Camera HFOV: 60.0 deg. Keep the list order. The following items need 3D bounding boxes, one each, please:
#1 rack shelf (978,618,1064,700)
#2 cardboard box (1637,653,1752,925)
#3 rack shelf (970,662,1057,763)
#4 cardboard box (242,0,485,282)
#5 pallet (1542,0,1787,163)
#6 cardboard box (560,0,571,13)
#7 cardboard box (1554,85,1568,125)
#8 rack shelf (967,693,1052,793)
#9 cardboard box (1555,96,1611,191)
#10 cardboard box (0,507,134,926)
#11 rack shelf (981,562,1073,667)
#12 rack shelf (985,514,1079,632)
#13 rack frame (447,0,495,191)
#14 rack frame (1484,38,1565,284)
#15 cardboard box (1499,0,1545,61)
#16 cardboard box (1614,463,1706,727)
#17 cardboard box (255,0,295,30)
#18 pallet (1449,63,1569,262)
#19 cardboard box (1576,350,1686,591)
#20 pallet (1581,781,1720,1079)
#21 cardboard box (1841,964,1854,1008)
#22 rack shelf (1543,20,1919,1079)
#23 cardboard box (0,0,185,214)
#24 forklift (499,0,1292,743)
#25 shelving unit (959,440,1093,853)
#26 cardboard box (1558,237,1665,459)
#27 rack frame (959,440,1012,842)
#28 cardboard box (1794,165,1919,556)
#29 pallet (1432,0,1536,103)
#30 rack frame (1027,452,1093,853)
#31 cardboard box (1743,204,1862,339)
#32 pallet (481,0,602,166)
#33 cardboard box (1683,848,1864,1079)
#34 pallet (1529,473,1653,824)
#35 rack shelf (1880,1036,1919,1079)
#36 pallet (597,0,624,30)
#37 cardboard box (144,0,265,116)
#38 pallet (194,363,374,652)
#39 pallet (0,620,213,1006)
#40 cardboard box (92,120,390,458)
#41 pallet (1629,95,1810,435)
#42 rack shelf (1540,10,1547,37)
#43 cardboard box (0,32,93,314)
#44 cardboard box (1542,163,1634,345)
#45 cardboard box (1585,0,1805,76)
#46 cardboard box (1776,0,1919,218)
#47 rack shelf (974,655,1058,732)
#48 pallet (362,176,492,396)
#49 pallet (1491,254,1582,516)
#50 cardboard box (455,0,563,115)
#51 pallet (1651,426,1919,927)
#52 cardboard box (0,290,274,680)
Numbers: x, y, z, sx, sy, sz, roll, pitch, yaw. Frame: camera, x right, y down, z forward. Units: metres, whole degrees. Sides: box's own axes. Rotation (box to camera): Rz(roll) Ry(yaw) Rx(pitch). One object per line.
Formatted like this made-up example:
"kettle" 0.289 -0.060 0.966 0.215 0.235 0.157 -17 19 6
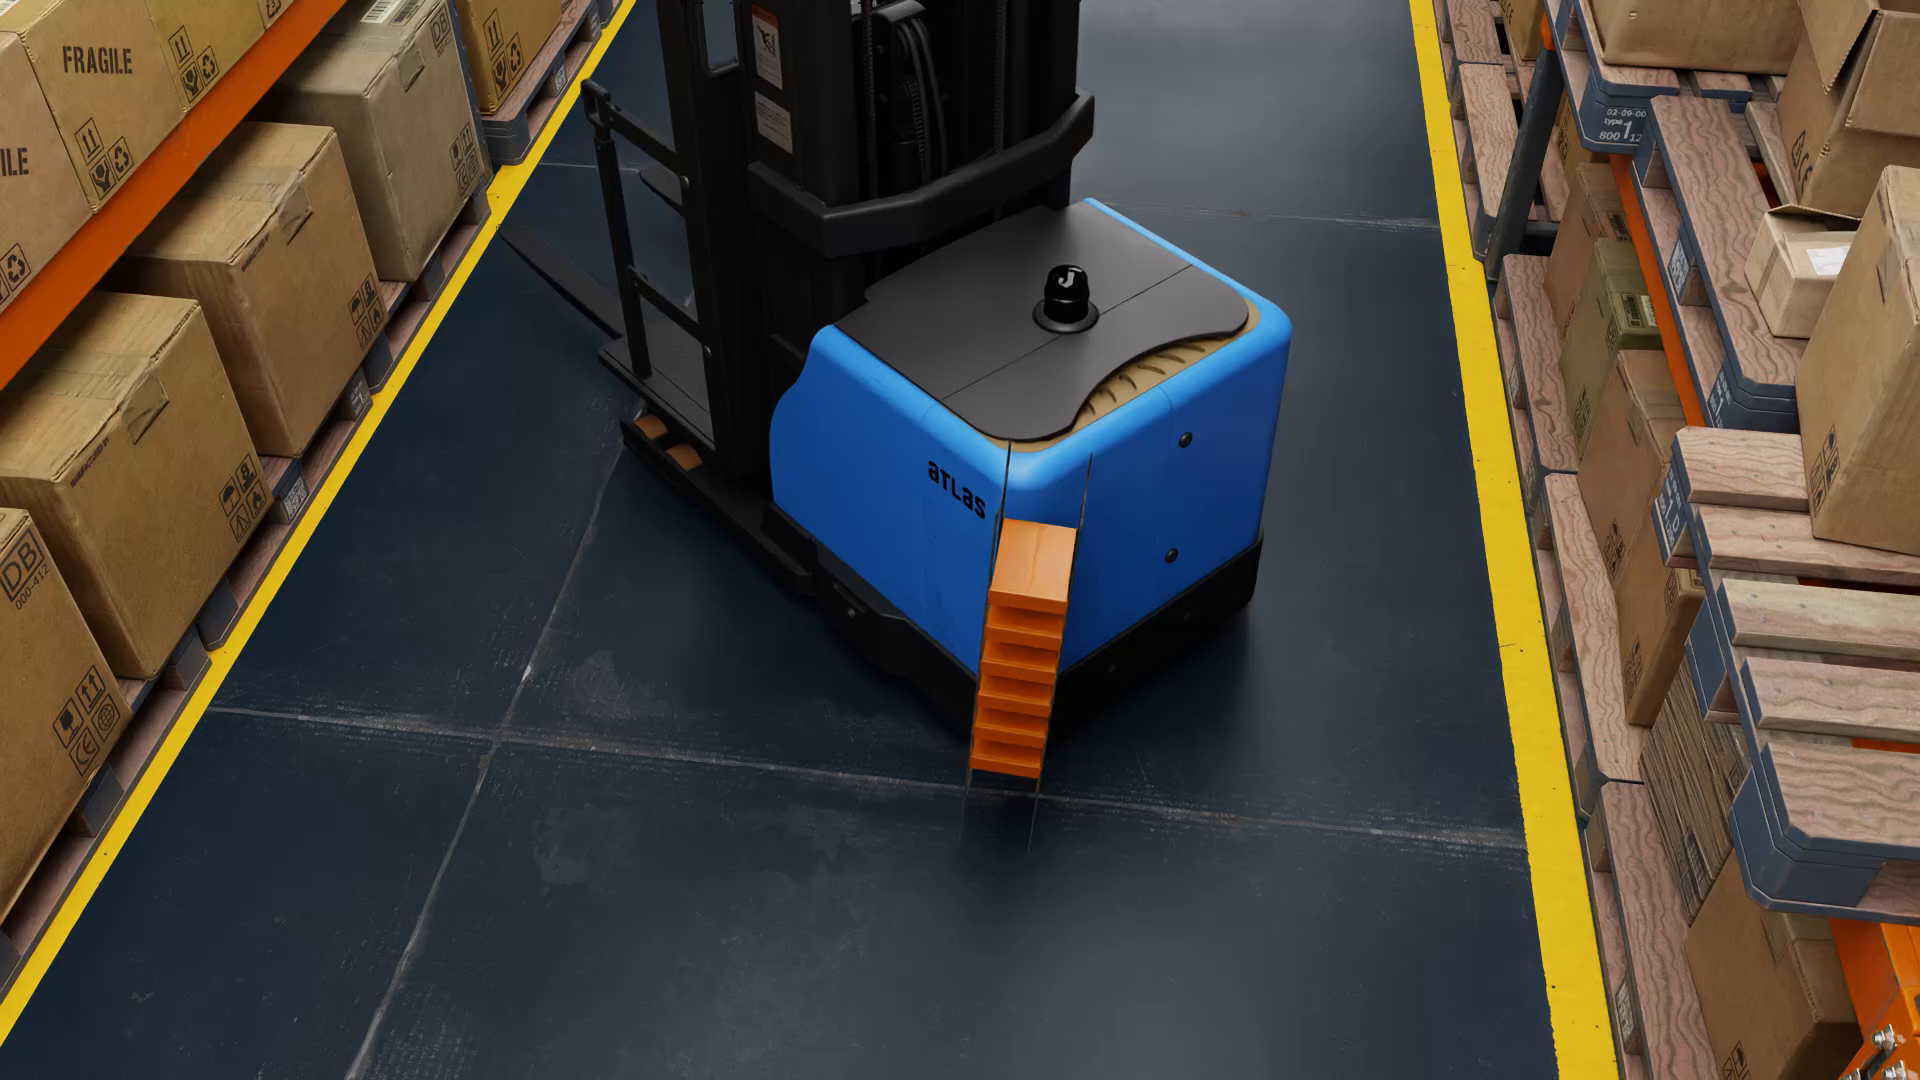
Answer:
"rack shelf" 0.152 0.246 3.999 0.180 0.103 0.258 9 44 3
"cardboard box" 2.093 0.579 3.955 0.700 0.500 0.500 2 43 2
"rack shelf" 0.136 0.417 4.167 0.180 0.103 0.258 9 44 3
"cardboard box" -2.403 -1.482 5.964 1.050 0.750 0.750 5 44 5
"pallet" 2.247 -1.480 4.771 1.003 0.211 1.213 5 44 6
"cardboard box" -2.143 -2.995 7.472 0.875 0.875 0.875 6 44 6
"cardboard box" 2.653 -1.962 6.653 0.500 0.500 0.500 19 46 19
"rack shelf" 0.128 0.503 4.250 0.180 0.103 0.258 9 44 3
"cardboard box" 2.585 -1.571 6.241 0.500 0.500 0.500 4 44 4
"cardboard box" -2.770 0.406 3.970 1.050 0.750 0.750 5 44 5
"rack shelf" 0.160 0.160 3.916 0.180 0.103 0.258 9 44 3
"rack shelf" 0.168 0.075 3.832 0.180 0.103 0.258 9 44 3
"rack frame" -2.410 -2.577 5.790 1.000 3.000 0.127 5 44 6
"rack frame" 2.493 -2.058 5.241 1.000 3.000 0.127 5 44 6
"cardboard box" 2.658 -2.393 7.108 0.500 0.500 0.500 2 43 2
"cardboard box" 2.161 0.192 4.364 0.700 0.500 0.500 9 44 9
"cardboard box" -2.281 -1.889 4.991 0.500 0.500 0.500 5 44 5
"pallet" 2.546 -1.506 6.687 1.003 0.211 1.213 5 44 6
"cardboard box" 2.235 -0.188 4.765 0.700 0.500 0.500 2 43 2
"pallet" 2.069 1.149 3.883 1.003 0.211 1.213 5 44 6
"cardboard box" 2.023 0.685 3.298 0.500 0.250 0.500 7 44 7
"rack shelf" 2.228 -0.433 4.049 1.077 0.370 4.000 5 44 6
"cardboard box" -2.413 -1.199 4.262 0.500 0.500 0.500 5 44 5
"forklift" -0.461 -1.416 4.614 1.130 2.935 3.031 -31 51 -28
"shelving unit" 0.147 0.300 4.052 0.189 1.200 0.258 9 44 3
"cardboard box" 2.308 -0.570 5.168 0.700 0.500 0.500 5 44 5
"rack frame" 0.056 0.286 4.057 0.006 1.200 0.240 9 44 3
"cardboard box" 1.970 -0.281 2.987 0.700 0.500 0.500 11 45 12
"pallet" 2.705 -2.340 7.568 1.003 0.211 1.213 5 44 6
"rack frame" 0.237 0.314 4.046 0.006 1.200 0.240 9 44 3
"cardboard box" 1.917 -0.596 3.490 0.396 0.266 0.258 4 44 4
"pallet" -2.232 -2.076 7.289 1.003 0.211 1.213 5 44 6
"cardboard box" 2.033 0.958 3.555 0.700 0.500 0.500 3 44 3
"pallet" 2.232 0.320 4.759 1.003 0.211 1.213 5 44 6
"rack shelf" 1.699 2.293 1.170 1.077 0.370 4.000 5 44 6
"pallet" -2.074 -2.910 8.169 1.003 0.211 1.213 5 44 6
"cardboard box" -2.348 -1.545 4.627 0.500 0.500 0.500 6 44 6
"pallet" -2.597 -0.198 5.306 1.003 0.211 1.213 5 44 6
"pallet" -2.760 0.631 4.430 1.003 0.211 1.213 5 44 6
"cardboard box" -2.535 -0.825 5.270 1.050 0.750 0.750 5 44 6
"pallet" 2.185 -0.615 3.857 1.003 0.211 1.213 5 44 6
"rack shelf" 2.757 -3.159 6.928 1.077 0.370 4.000 5 44 6
"cardboard box" -2.481 -0.859 3.903 0.500 0.500 0.500 5 44 5
"cardboard box" 2.390 -0.893 5.510 0.700 0.500 0.500 2 43 2
"cardboard box" 2.249 -1.899 4.332 1.000 1.000 1.000 6 44 6
"cardboard box" 2.355 -1.058 3.805 0.797 0.503 0.637 9 44 10
"rack shelf" 0.144 0.332 4.083 0.180 0.103 0.258 9 44 3
"pallet" -2.438 -1.032 6.186 1.003 0.211 1.213 5 44 6
"pallet" 2.391 -0.514 5.640 1.003 0.211 1.213 5 44 6
"cardboard box" -2.258 -2.381 6.822 0.875 0.875 0.875 6 44 6
"pallet" 1.952 0.243 2.951 1.213 0.211 1.003 5 44 6
"cardboard box" -2.657 -0.190 4.600 1.050 0.750 0.750 6 44 6
